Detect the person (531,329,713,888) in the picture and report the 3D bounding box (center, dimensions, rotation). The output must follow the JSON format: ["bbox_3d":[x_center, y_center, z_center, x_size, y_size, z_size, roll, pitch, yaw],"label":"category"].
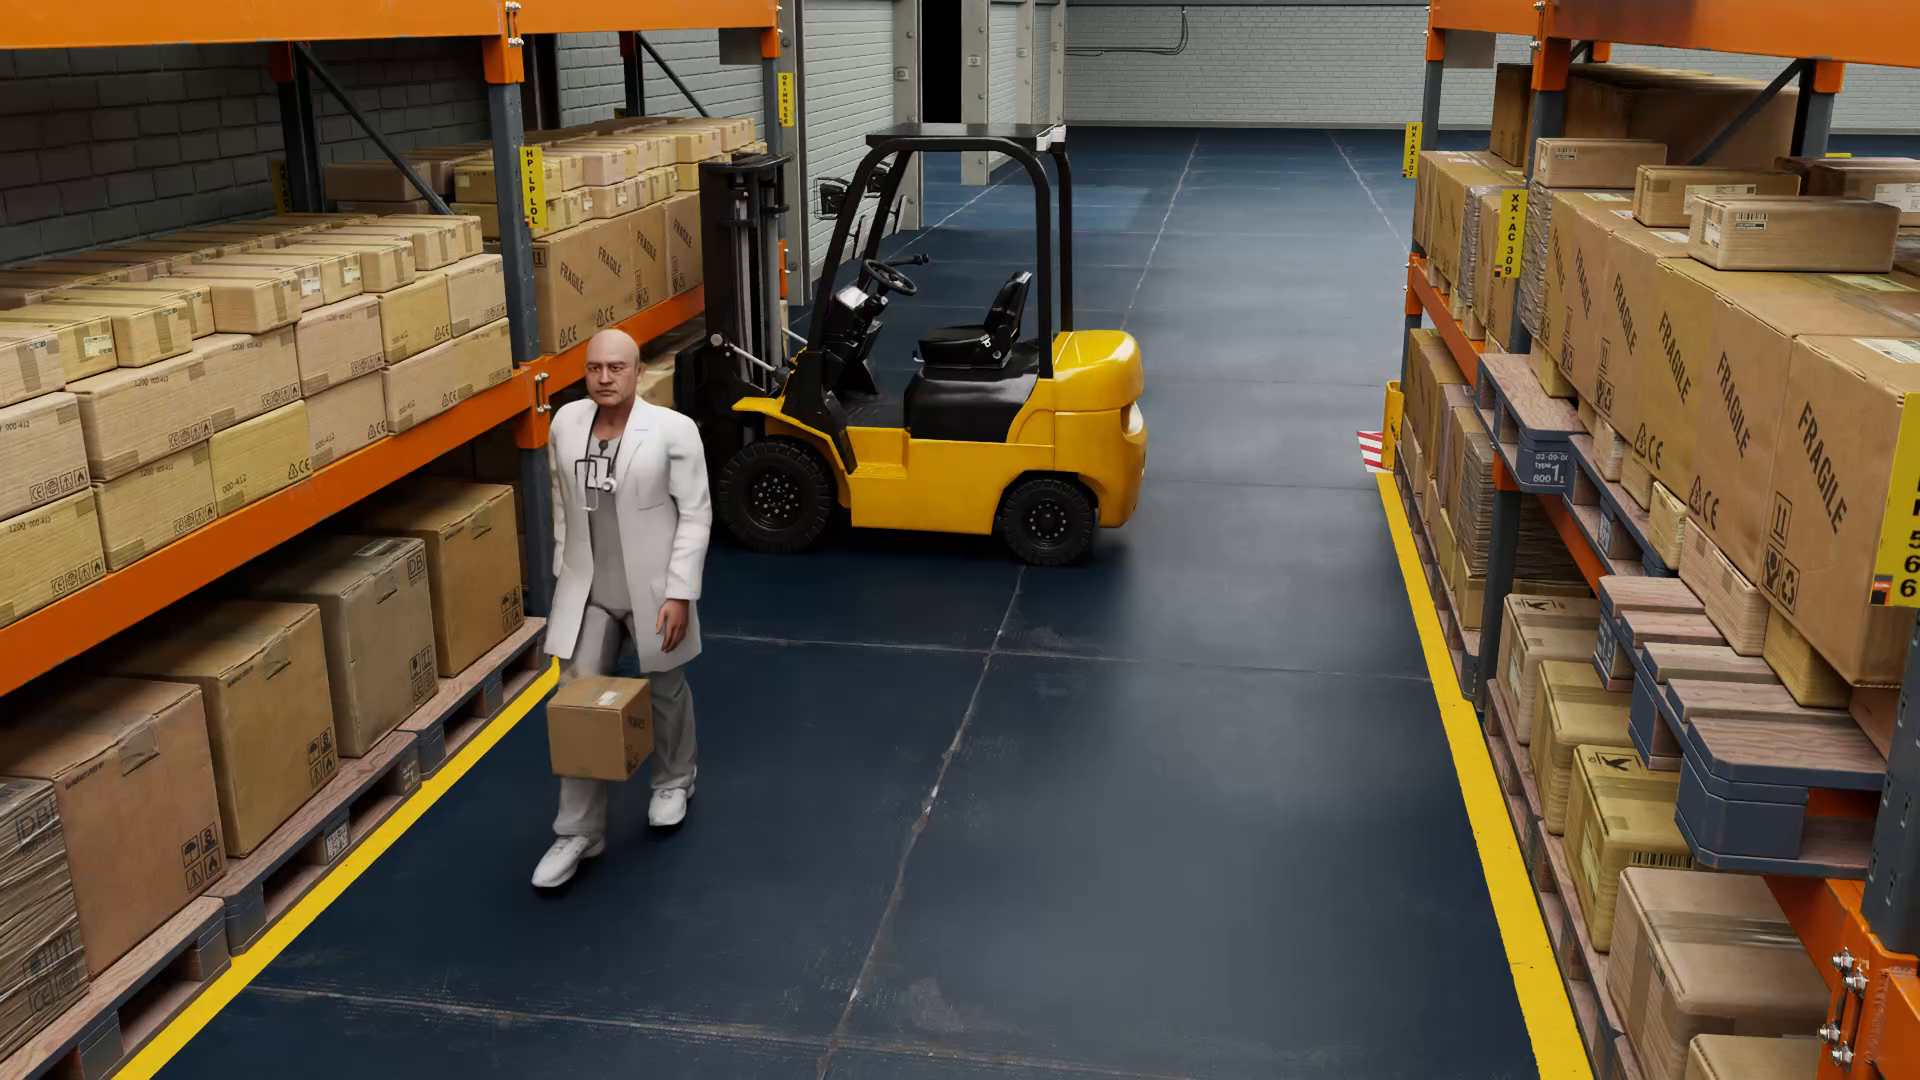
[{"bbox_3d":[-1.098,0.191,5.424,0.588,1.755,0.855,3,18,8],"label":"person"}]
